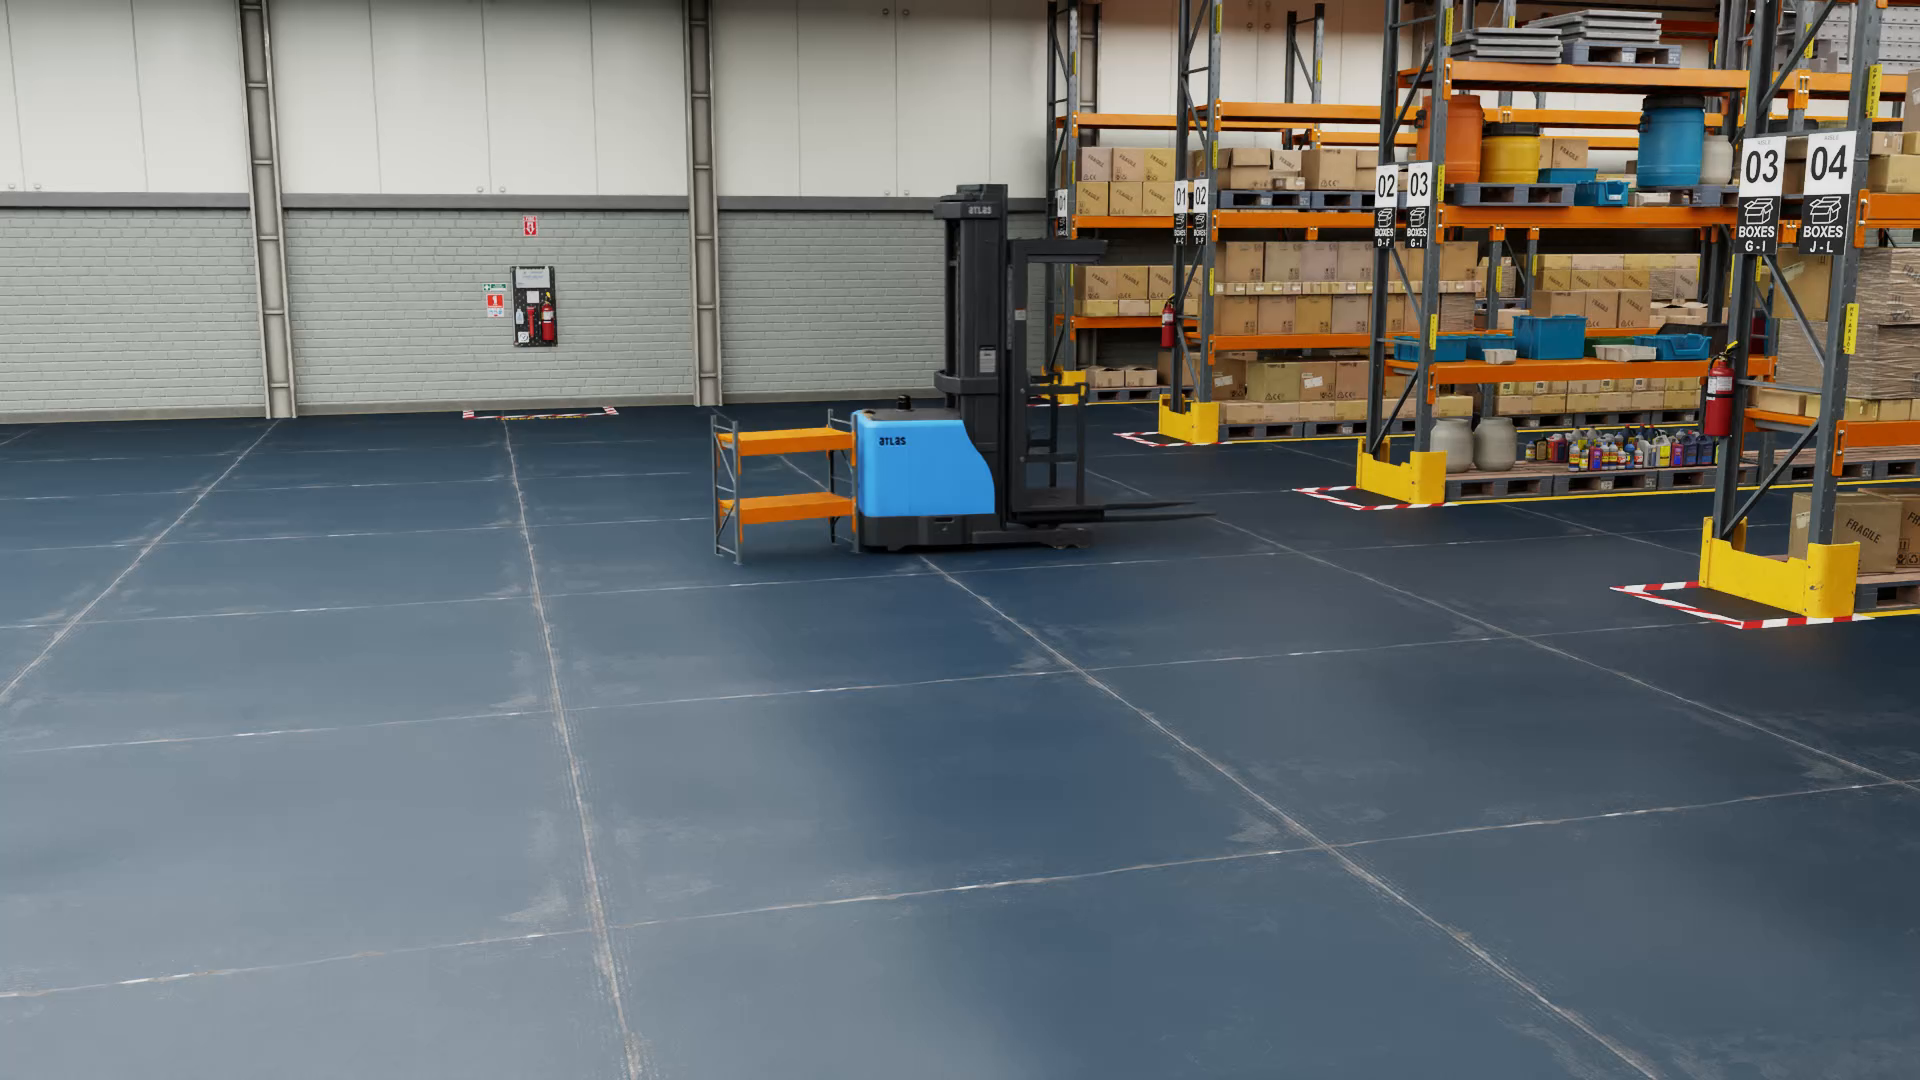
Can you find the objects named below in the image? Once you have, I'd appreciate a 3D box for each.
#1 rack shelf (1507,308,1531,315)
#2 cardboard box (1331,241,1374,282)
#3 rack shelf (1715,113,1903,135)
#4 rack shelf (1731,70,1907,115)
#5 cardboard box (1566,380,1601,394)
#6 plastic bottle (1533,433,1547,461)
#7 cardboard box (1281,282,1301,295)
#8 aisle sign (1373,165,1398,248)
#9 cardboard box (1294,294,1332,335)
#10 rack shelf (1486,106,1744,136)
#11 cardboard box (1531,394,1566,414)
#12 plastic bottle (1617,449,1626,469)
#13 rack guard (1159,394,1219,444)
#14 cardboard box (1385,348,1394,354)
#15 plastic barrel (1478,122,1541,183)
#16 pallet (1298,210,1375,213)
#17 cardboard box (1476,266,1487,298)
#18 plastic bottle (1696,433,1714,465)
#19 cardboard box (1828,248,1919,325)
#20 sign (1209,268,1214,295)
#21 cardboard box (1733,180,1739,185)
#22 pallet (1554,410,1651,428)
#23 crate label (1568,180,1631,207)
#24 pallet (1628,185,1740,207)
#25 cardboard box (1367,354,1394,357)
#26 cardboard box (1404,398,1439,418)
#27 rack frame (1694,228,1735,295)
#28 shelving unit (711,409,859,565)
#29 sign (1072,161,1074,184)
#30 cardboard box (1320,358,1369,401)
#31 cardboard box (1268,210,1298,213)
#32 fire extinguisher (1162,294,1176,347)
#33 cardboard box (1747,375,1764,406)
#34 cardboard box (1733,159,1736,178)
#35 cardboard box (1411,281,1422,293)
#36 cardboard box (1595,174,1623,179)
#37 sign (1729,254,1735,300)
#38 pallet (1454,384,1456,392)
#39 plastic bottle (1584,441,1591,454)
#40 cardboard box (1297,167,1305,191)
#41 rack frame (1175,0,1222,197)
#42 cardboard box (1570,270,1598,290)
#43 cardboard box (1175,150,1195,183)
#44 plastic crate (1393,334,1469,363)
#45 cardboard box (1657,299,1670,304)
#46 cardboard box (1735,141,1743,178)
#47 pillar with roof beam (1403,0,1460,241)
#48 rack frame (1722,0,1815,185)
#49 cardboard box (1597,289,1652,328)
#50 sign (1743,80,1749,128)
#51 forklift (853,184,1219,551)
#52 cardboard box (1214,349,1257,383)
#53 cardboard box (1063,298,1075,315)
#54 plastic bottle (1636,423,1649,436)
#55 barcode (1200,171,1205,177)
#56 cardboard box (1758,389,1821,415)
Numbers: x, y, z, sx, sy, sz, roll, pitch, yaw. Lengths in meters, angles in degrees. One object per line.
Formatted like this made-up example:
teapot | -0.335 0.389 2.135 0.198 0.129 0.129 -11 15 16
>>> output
rack shelf | 11.123 -3.787 28.317 4.000 0.370 1.077 -3 11 -16
cardboard box | 4.881 -3.563 21.258 0.500 0.500 0.700 -3 11 -16
rack shelf | 12.511 -5.679 23.134 4.000 0.370 1.077 -3 11 -16
rack shelf | 10.052 -4.616 17.356 4.000 0.370 1.077 -3 11 -16
cardboard box | 8.196 -2.134 22.241 0.500 0.311 0.500 -3 11 -18
plastic bottle | 6.039 -0.971 17.322 0.133 0.283 0.061 -3 11 -15
cardboard box | 4.082 -3.163 20.873 0.250 0.149 0.380 -3 11 -17
aisle sign | 4.139 -3.239 16.174 0.004 0.787 0.394 -3 11 -16
cardboard box | 4.343 -2.895 21.214 0.500 0.500 0.700 -3 11 -16
rack shelf | 8.671 -5.477 22.034 4.000 0.370 1.077 -3 11 -16
cardboard box | 7.698 -1.833 22.153 0.500 0.250 0.500 -3 11 -15
plastic bottle | 6.639 -0.817 16.715 0.097 0.201 0.097 0 10 0
rack guard | 2.887 -1.543 21.046 0.348 0.500 1.175 -3 11 -16
cardboard box | 7.048 -2.918 27.299 0.500 0.500 0.700 -3 11 -15
plastic barrel | 5.350 -3.766 16.255 0.600 0.588 0.600 0 10 0
pallet | 5.985 -5.232 26.417 1.003 0.211 1.213 -3 11 -16
cardboard box | 8.225 -4.246 27.336 0.500 0.500 0.700 -4 11 -21
plastic bottle | 7.594 -0.945 16.999 0.185 0.351 0.144 -3 11 -17
cardboard box | 6.280 -1.719 11.239 0.500 0.500 0.500 -3 11 -16
sign | 3.059 -3.141 20.215 0.005 0.325 0.100 -3 11 -16
cardboard box | 10.171 -4.753 22.552 0.500 0.250 0.500 -4 11 -20
pallet | 8.621 -1.711 22.757 1.213 0.211 1.003 -3 11 -16
crate label | 6.180 -3.351 16.093 0.408 0.251 0.502 -3 11 -16
pallet | 7.466 -3.443 16.703 1.003 0.211 1.213 -3 11 -16
cardboard box | 5.740 -2.203 22.092 0.500 0.500 0.500 -3 11 -16
cardboard box | 5.884 -1.745 21.675 0.500 0.250 0.500 -3 11 -16
rack frame | 13.044 -4.242 28.802 0.127 3.000 1.000 -3 11 -16
shelving unit | -1.398 -0.441 13.336 1.048 1.125 0.538 -6 12 -29
sign | 1.674 -5.445 24.640 0.005 0.325 0.100 -3 11 -16
cardboard box | 4.928 -2.060 21.317 0.500 0.500 0.500 -3 11 -16
cardboard box | 4.944 -5.302 25.947 0.500 0.500 0.500 -3 11 -14
fire extinguisher | 2.667 -2.810 21.240 0.183 0.674 0.296 -3 11 -16
cardboard box | 11.108 -2.139 23.067 0.500 0.500 0.500 -3 11 -14
cardboard box | 13.649 -6.343 28.841 0.500 0.500 0.500 -3 11 -16
cardboard box | 5.809 -3.254 21.368 0.250 0.149 0.380 -3 11 -16
cardboard box | 10.681 -5.876 27.904 0.500 0.500 0.700 -2 11 -13
sign | 5.539 -1.873 11.867 0.005 0.325 0.100 -3 11 -16
pallet | 8.452 -2.628 27.741 1.213 0.211 1.003 -3 11 -16
plastic bottle | 6.548 -0.927 17.309 0.097 0.201 0.097 0 10 0
cardboard box | 4.476 -4.612 21.231 0.500 0.311 0.500 -2 11 -9
rack frame | 2.910 -5.724 20.283 0.127 3.000 1.000 -3 11 -16
cardboard box | 10.246 -4.249 27.692 0.500 0.500 0.500 -3 11 -14
cardboard box | 3.348 -5.802 25.902 0.500 0.500 0.500 -3 11 -16
plastic crate | 4.688 -1.916 16.582 0.616 0.251 0.499 -3 11 -16
cardboard box | 11.811 -4.015 28.210 0.250 0.149 0.380 -3 11 -16
cardboard box | 11.012 -5.215 22.768 0.500 0.500 0.500 -3 11 -16
pillar with roof beam | 8.916 -6.326 23.553 0.548 9.000 9.100 -3 11 -16
rack frame | 8.131 -5.065 16.705 0.127 3.000 1.000 -3 11 -16
cardboard box | 8.985 -3.140 22.540 0.500 0.500 0.500 -4 11 -19
sign | 5.539 -3.059 11.649 0.005 0.325 0.100 -3 11 -16
forklift | 0.640 -1.457 13.868 3.031 2.935 1.130 -2 11 -10
cardboard box | 4.377 -2.764 26.466 0.500 0.500 0.500 -4 11 -20
cardboard box | 1.916 -3.628 25.827 0.500 0.250 0.500 -3 11 -15
plastic bottle | 7.240 -1.059 17.618 0.185 0.351 0.144 -3 11 -14
barcode | 3.065 -4.633 21.041 0.075 0.075 0.001 -3 11 -16
cardboard box | 5.891 -0.978 11.767 0.250 0.149 0.380 -3 11 -16
